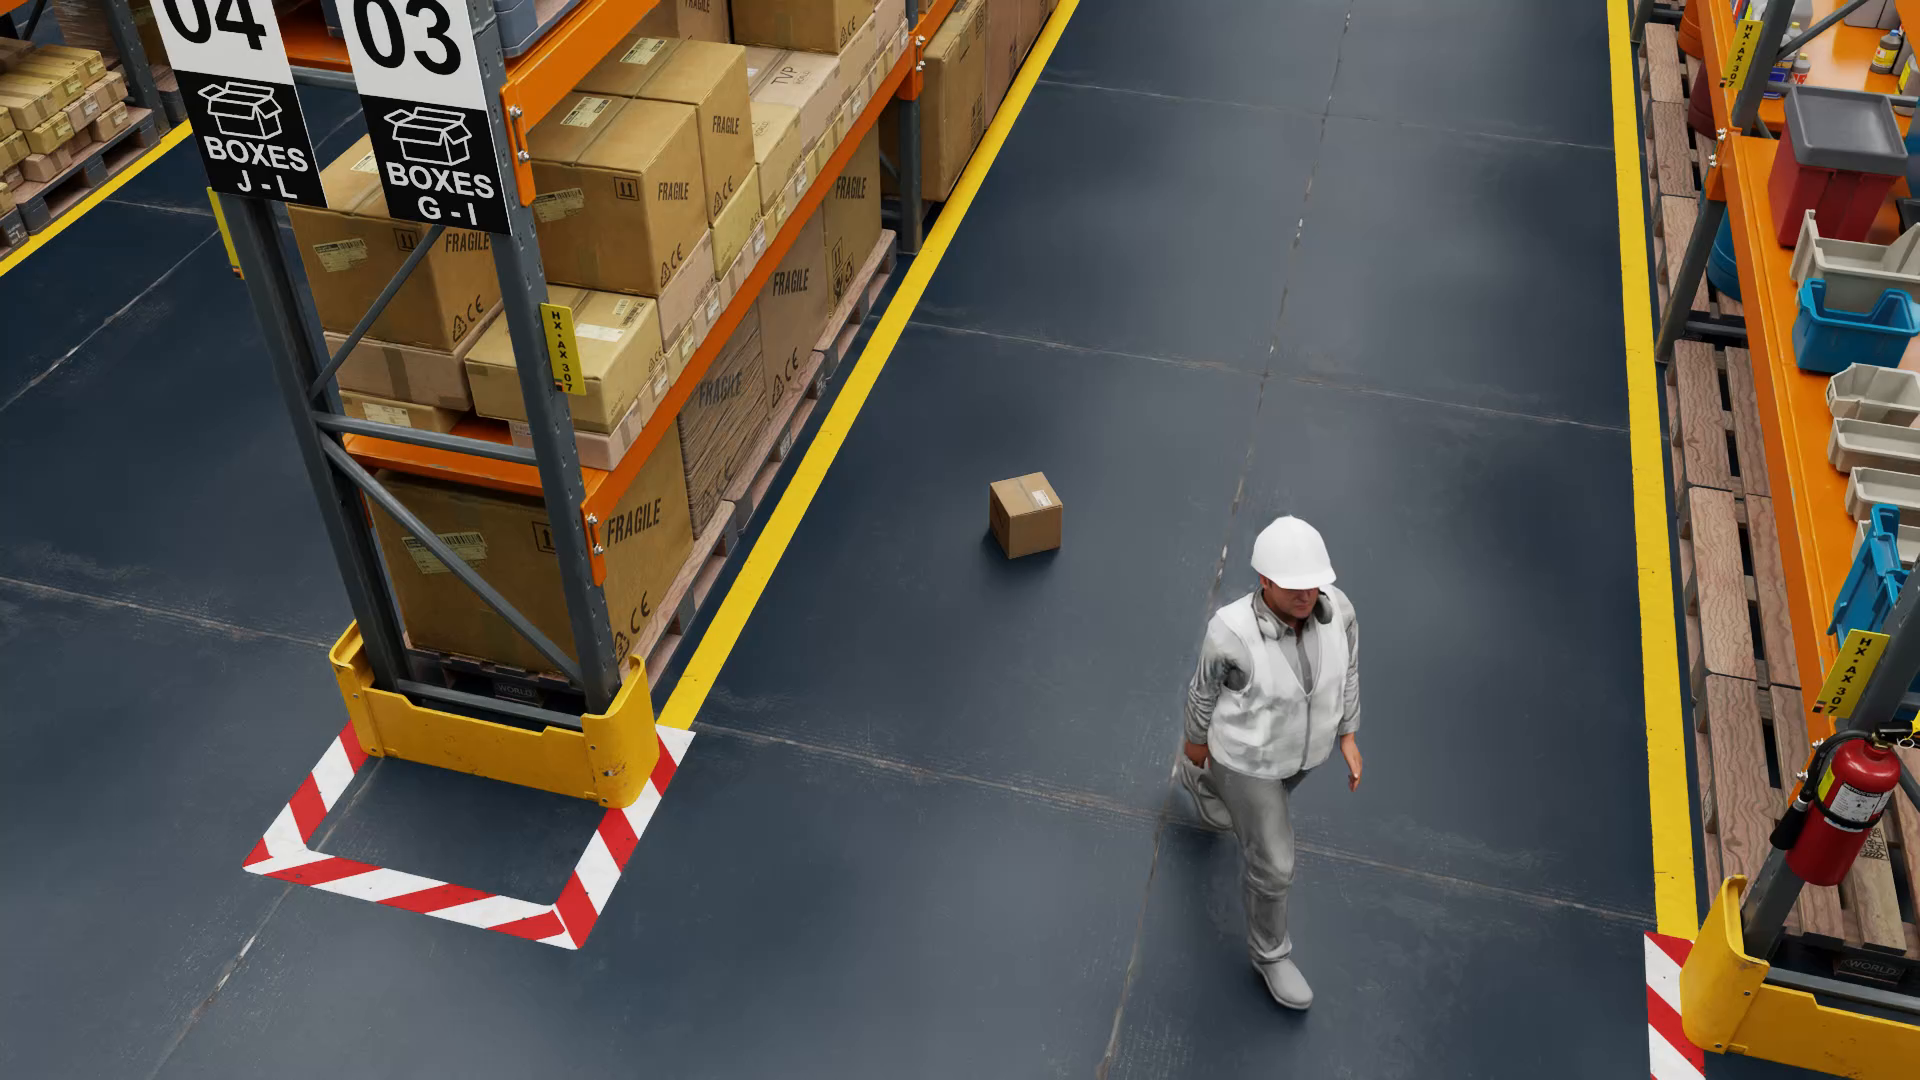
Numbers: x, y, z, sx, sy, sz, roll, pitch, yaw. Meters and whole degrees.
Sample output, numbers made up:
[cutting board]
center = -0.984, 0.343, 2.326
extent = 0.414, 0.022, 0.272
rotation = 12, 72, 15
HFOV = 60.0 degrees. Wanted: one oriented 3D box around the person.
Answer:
[person]
center = 1.012, 0.632, 5.406
extent = 0.537, 1.730, 1.020
rotation = -19, 44, -20
